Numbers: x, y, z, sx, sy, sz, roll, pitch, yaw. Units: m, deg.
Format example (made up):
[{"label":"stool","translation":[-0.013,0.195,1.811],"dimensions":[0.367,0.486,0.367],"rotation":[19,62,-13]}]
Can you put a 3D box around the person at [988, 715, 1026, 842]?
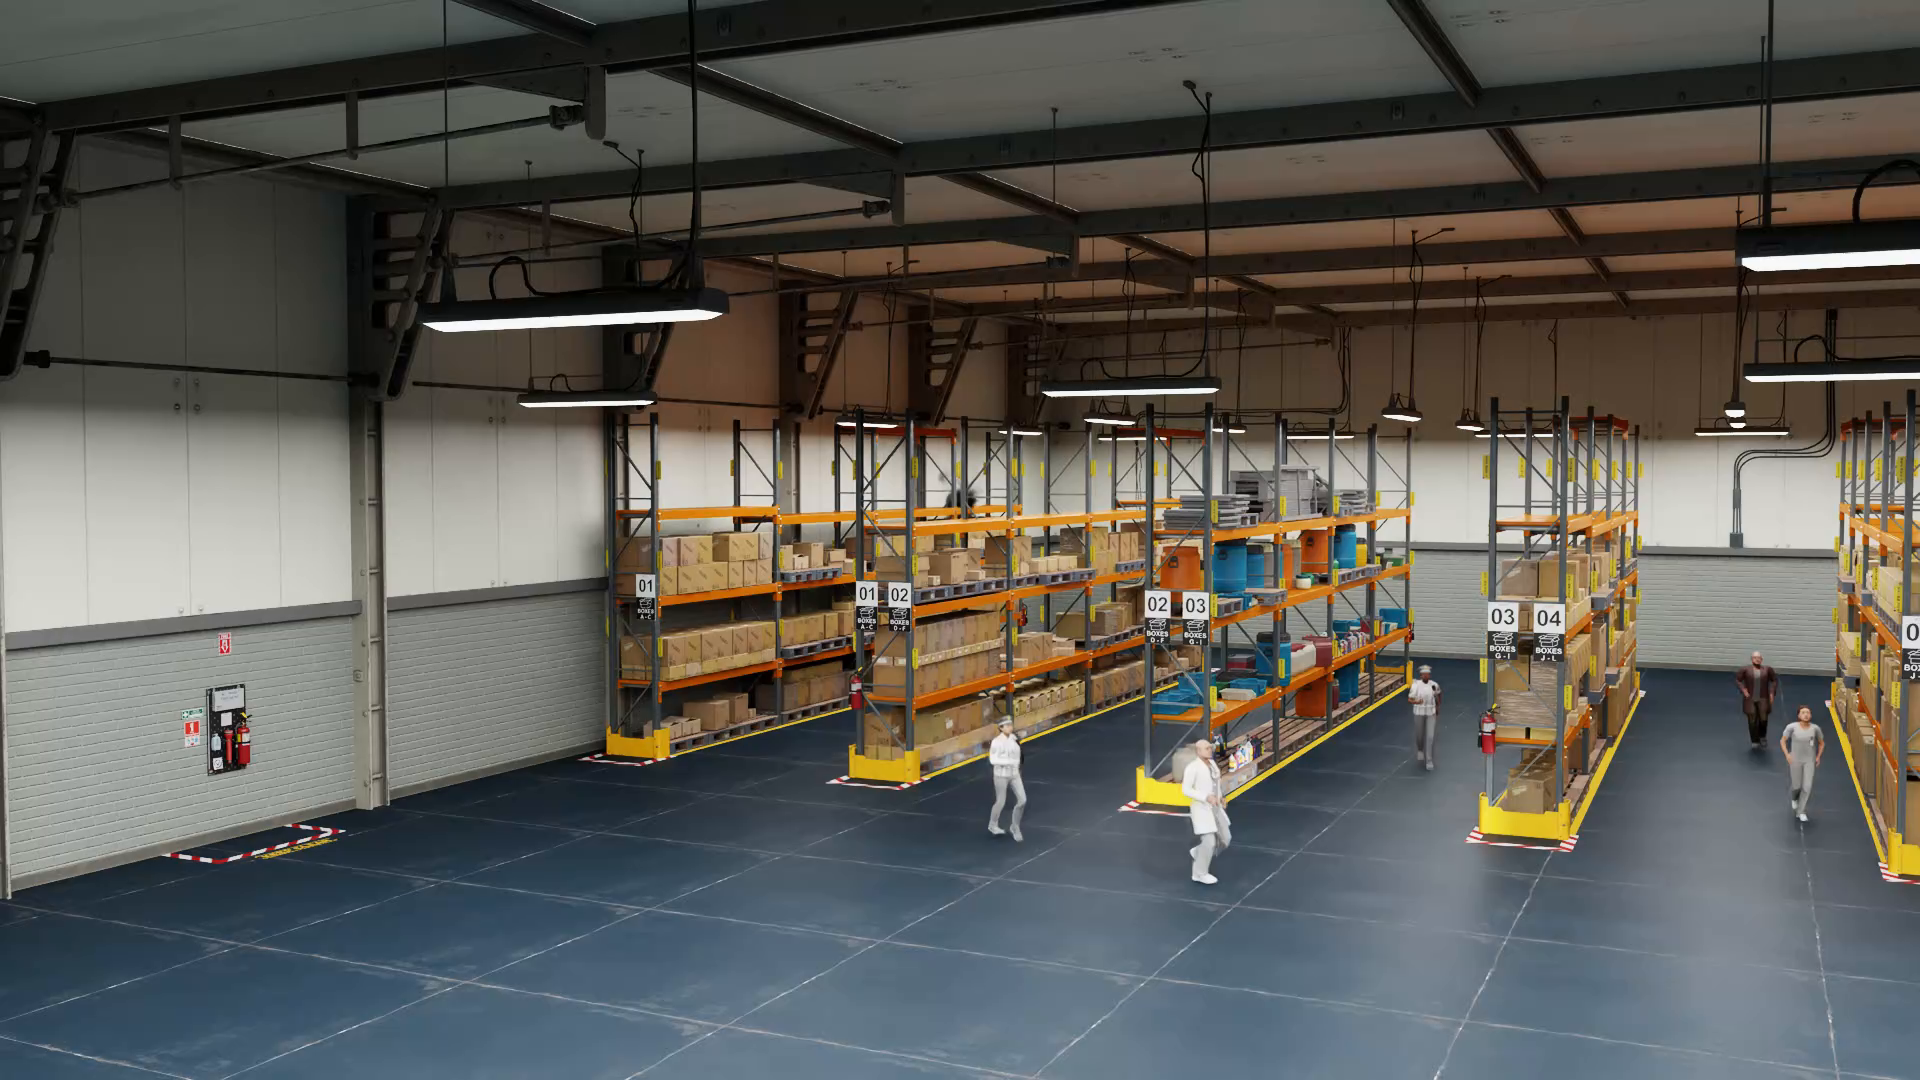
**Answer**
[{"label":"person","translation":[0.637,3.220,22.468],"dimensions":[0.590,1.740,0.726],"rotation":[-2,3,-34]}]

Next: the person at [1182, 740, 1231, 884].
[{"label":"person","translation":[3.002,3.282,20.110],"dimensions":[0.703,1.729,0.653],"rotation":[-2,3,-42]}]

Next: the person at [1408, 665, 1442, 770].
[{"label":"person","translation":[7.836,2.955,28.016],"dimensions":[0.576,1.706,0.921],"rotation":[0,2,10]}]

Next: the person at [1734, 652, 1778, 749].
[{"label":"person","translation":[14.252,2.884,29.781],"dimensions":[0.716,1.728,0.618],"rotation":[1,3,24]}]

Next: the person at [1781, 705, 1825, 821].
[{"label":"person","translation":[12.122,3.185,23.922],"dimensions":[0.574,1.636,0.589],"rotation":[1,3,20]}]
